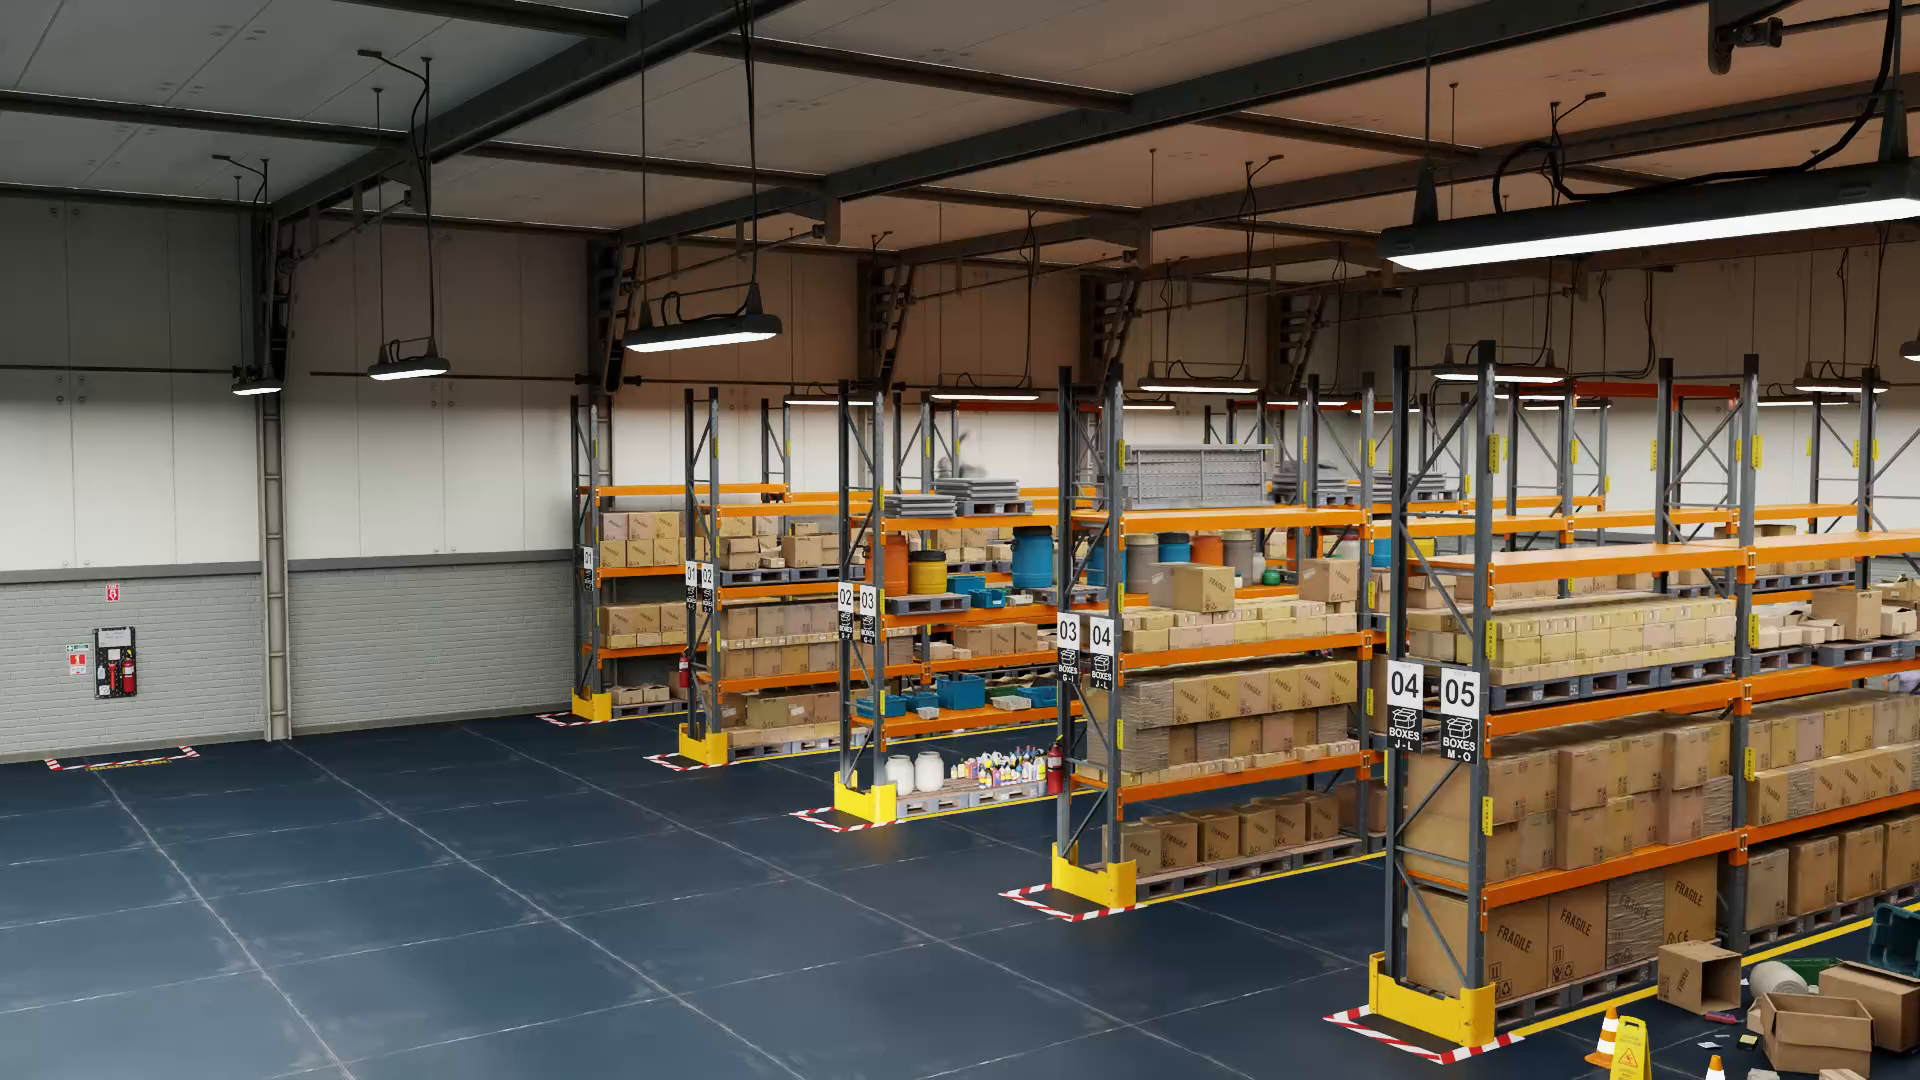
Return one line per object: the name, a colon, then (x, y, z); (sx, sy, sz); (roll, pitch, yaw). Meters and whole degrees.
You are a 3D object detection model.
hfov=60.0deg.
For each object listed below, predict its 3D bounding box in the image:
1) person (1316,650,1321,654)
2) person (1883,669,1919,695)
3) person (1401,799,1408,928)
person: (6.571, 2.460, 31.520); (0.594, 1.634, 0.543); (3, 5, 42)
person: (15.786, 2.695, 27.648); (0.648, 1.657, 0.674); (0, 3, -2)
person: (4.861, 3.303, 17.647); (0.504, 1.628, 0.692); (3, 4, 40)
